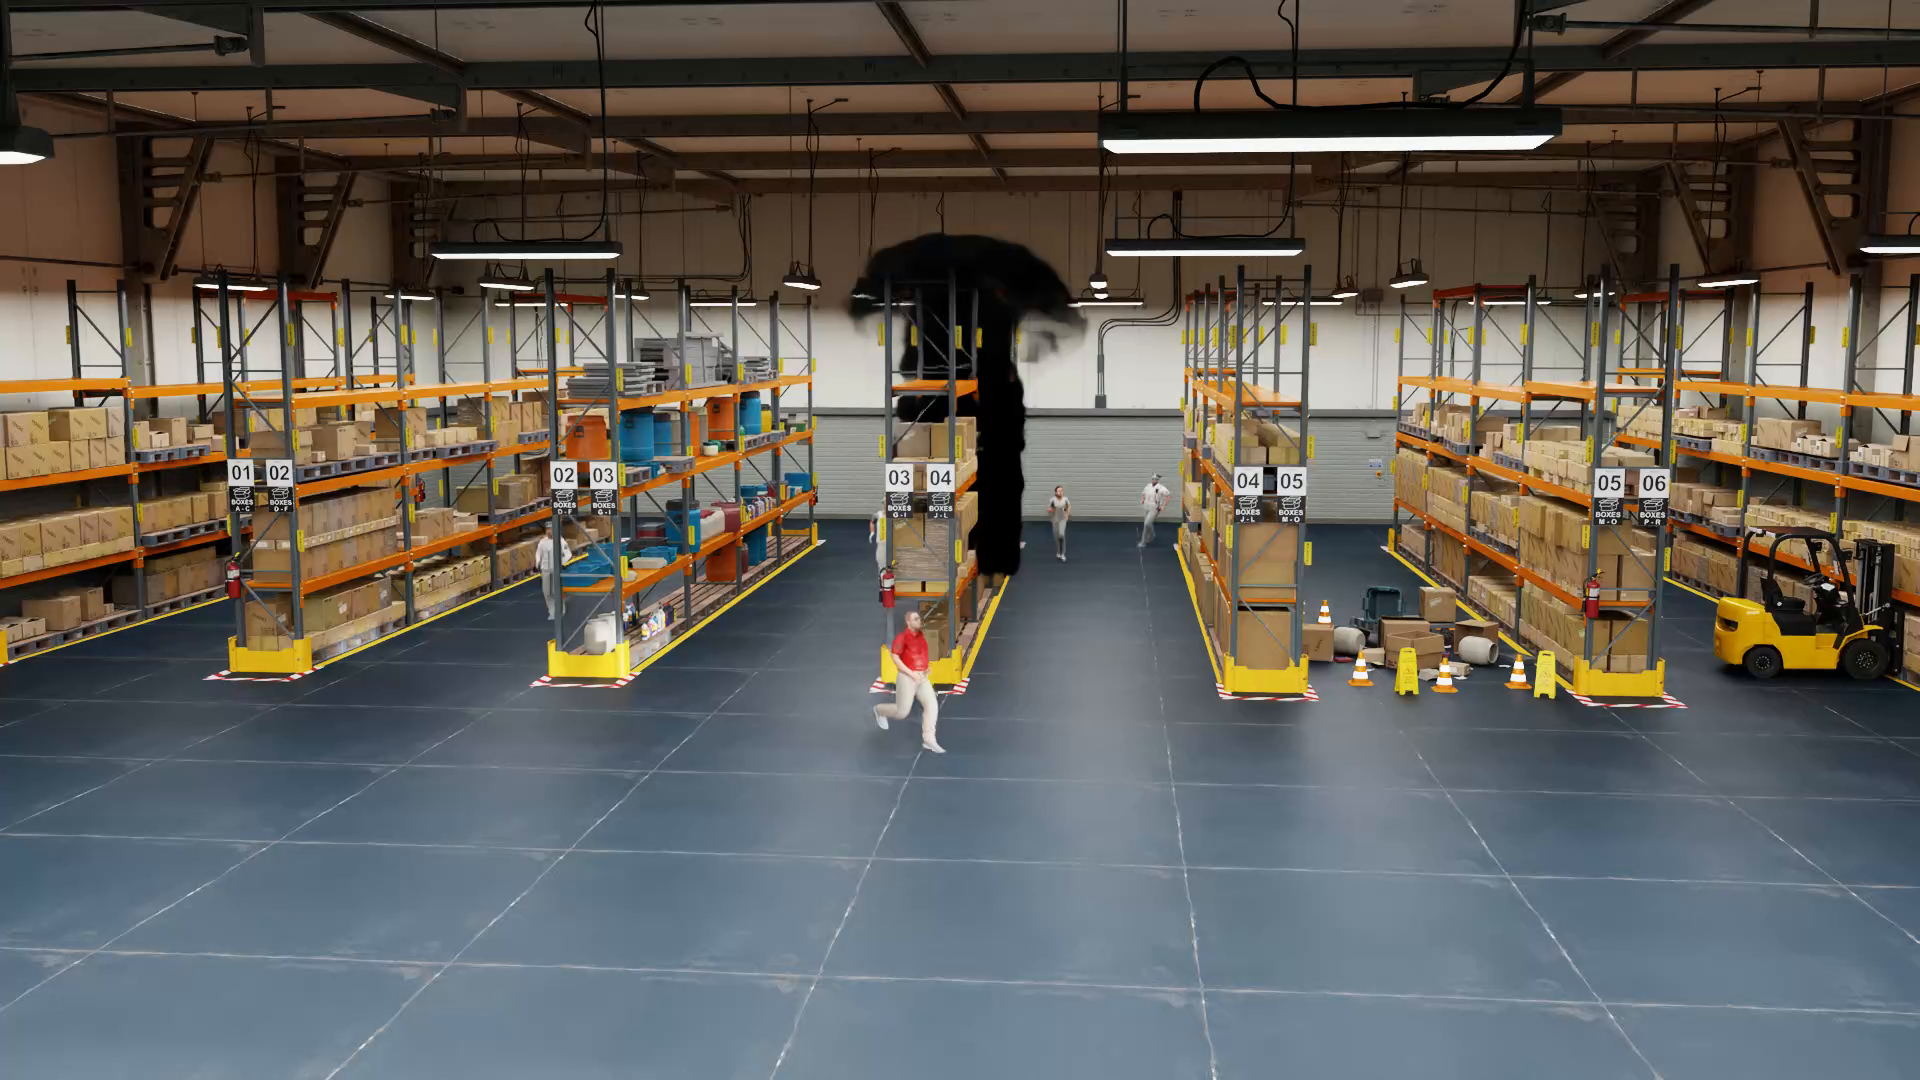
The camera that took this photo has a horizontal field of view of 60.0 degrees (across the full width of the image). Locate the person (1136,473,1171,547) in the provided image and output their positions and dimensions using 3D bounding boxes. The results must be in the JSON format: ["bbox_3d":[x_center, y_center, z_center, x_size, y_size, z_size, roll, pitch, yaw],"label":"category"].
[{"bbox_3d":[4.630,-0.722,40.066,0.853,1.806,0.743,-7,10,-44],"label":"person"}]

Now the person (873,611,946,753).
[{"bbox_3d":[-0.612,1.725,20.367,1.027,1.720,0.642,6,9,41],"label":"person"}]

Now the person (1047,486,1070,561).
[{"bbox_3d":[2.226,-0.376,37.615,0.535,1.710,0.714,0,7,3],"label":"person"}]

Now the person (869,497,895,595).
[{"bbox_3d":[-1.335,0.098,30.476,0.658,1.815,0.912,0,7,-1],"label":"person"}]

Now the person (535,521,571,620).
[{"bbox_3d":[-6.849,0.509,27.858,0.612,1.661,0.491,0,7,4],"label":"person"}]
